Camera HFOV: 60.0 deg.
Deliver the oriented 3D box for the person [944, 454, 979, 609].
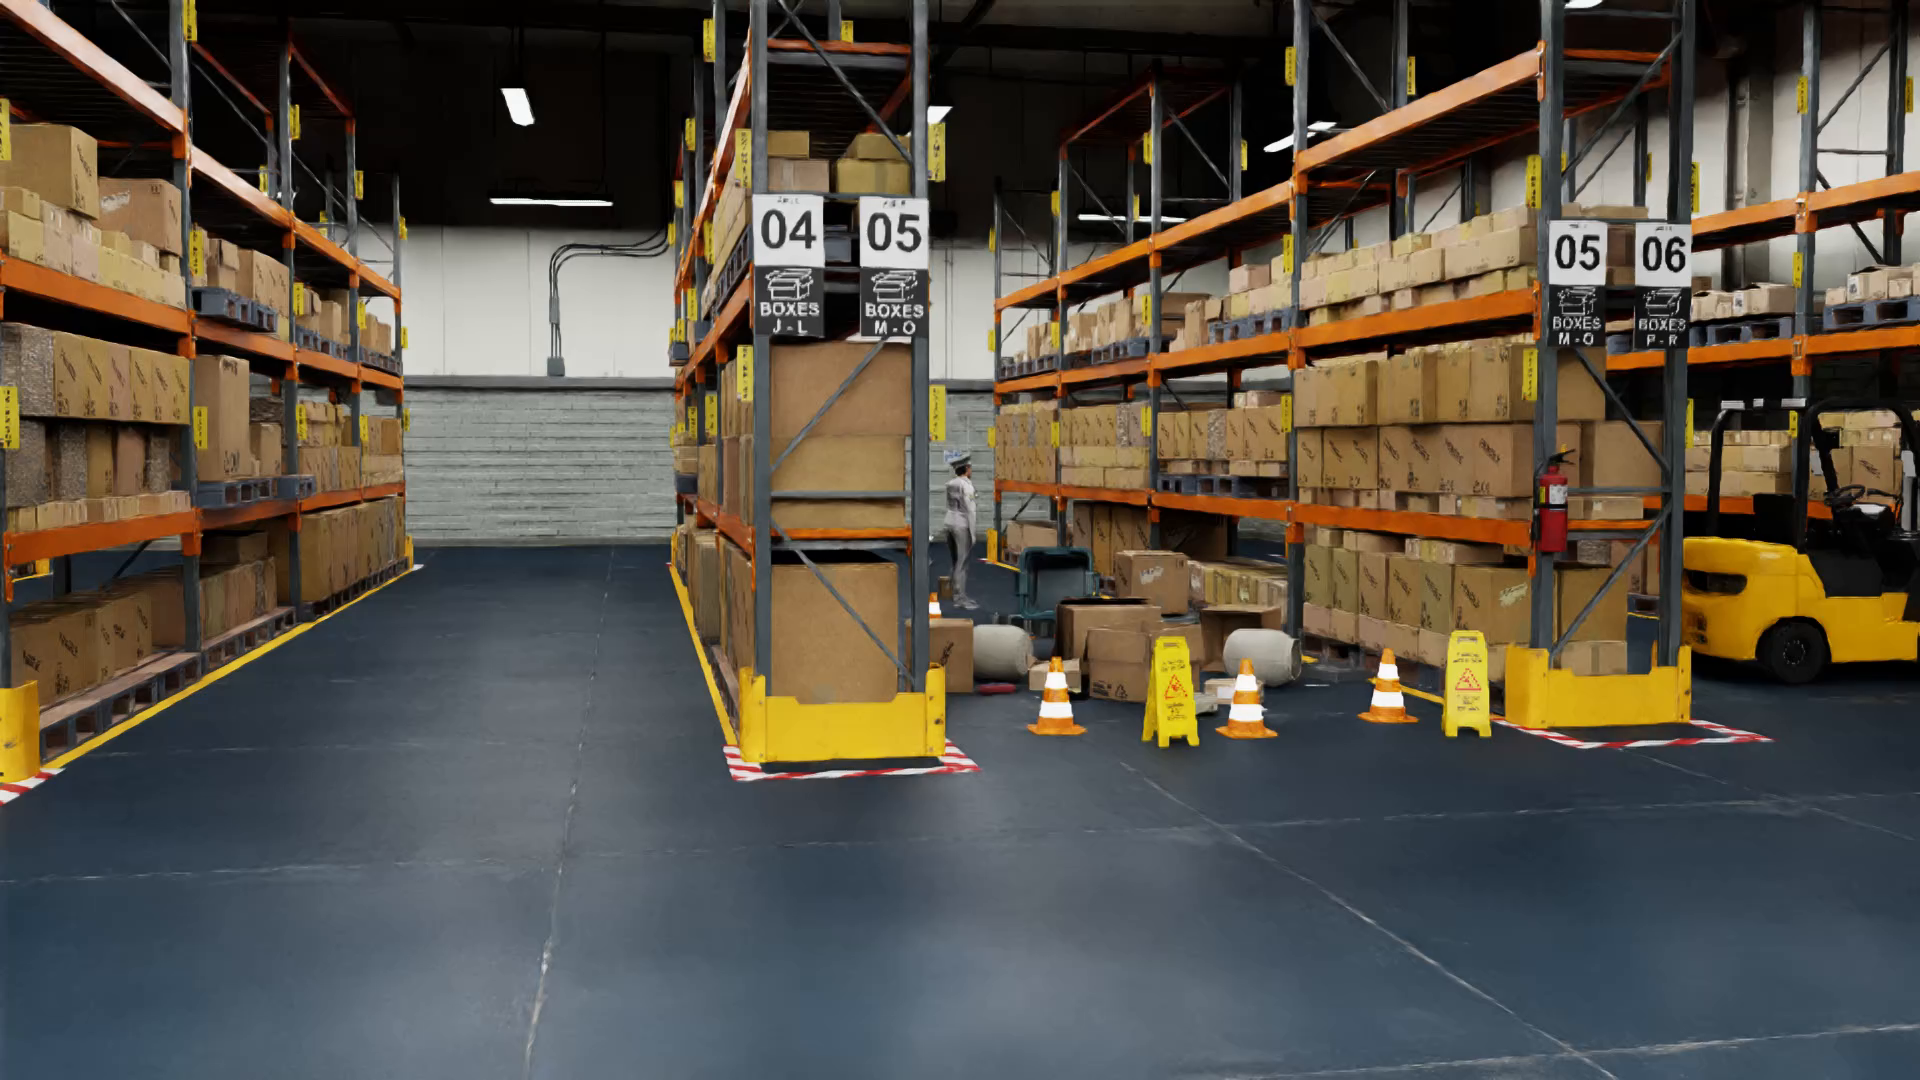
[{"bbox_3d":[0.054,-0.099,18.329,0.431,1.686,0.541,-2,4,-31],"label":"person"}]
